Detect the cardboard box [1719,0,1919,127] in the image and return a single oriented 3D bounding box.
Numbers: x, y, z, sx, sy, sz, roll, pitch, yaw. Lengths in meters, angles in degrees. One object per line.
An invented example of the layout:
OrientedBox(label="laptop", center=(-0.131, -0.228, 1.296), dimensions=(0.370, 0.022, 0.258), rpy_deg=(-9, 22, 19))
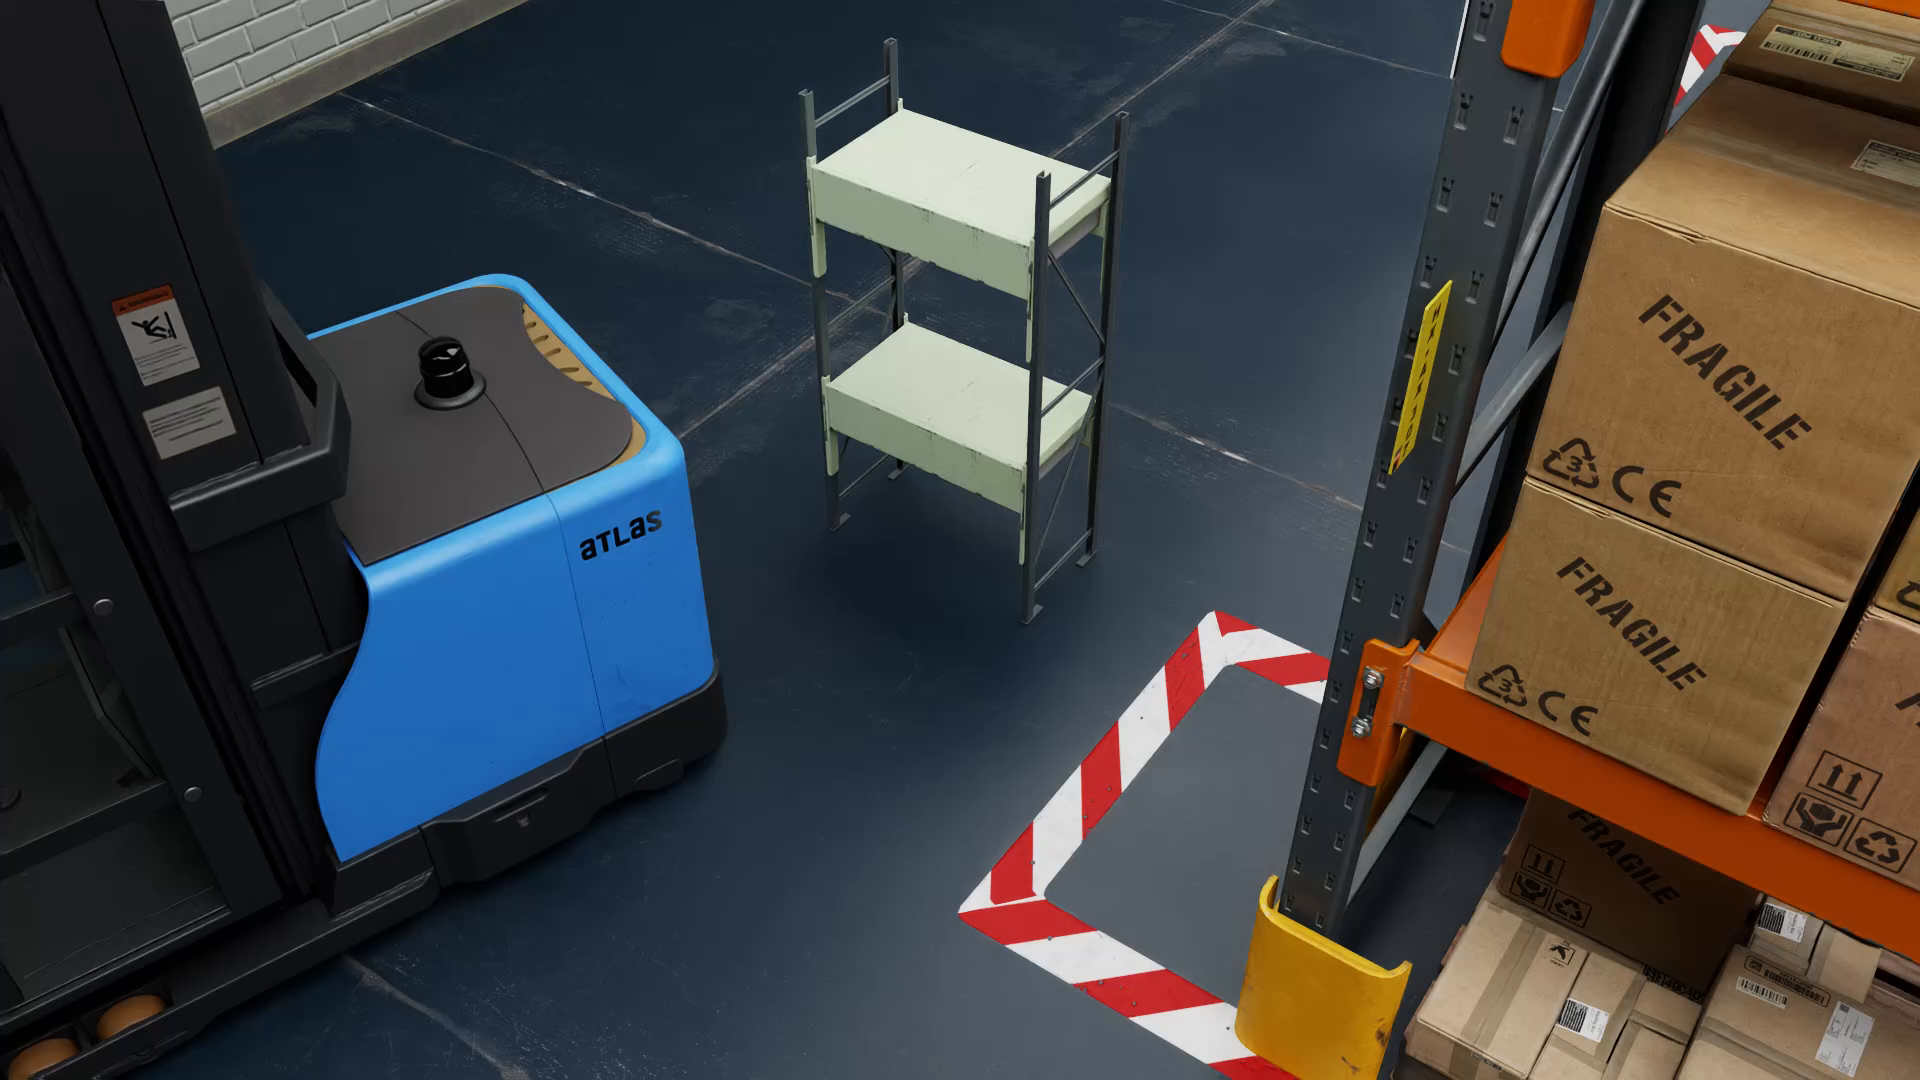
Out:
OrientedBox(label="cardboard box", center=(1.563, -0.617, 2.865), dimensions=(0.500, 0.500, 0.500), rpy_deg=(25, 47, 25))

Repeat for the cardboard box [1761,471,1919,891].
OrientedBox(label="cardboard box", center=(1.678, 0.244, 2.653), dimensions=(0.500, 0.500, 0.500), rpy_deg=(25, 47, 25))

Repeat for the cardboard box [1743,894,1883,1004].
OrientedBox(label="cardboard box", center=(1.907, 0.943, 3.742), dimensions=(0.250, 0.166, 0.380), rpy_deg=(25, 48, 25))

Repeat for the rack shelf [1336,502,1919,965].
OrientedBox(label="rack shelf", center=(2.678, 0.807, 2.638), dimensions=(4.000, 0.370, 1.077), rpy_deg=(25, 48, 25))

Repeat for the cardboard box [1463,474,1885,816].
OrientedBox(label="cardboard box", center=(1.252, 0.050, 2.870), dimensions=(0.500, 0.500, 0.500), rpy_deg=(26, 48, 26))

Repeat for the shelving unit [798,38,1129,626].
OrientedBox(label="shelving unit", center=(0.005, -0.556, 4.747), dimensions=(0.755, 1.500, 0.431), rpy_deg=(25, 48, 25))

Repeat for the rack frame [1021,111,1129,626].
OrientedBox(label="rack frame", center=(0.305, -0.416, 4.590), dimensions=(0.023, 1.500, 0.400), rpy_deg=(25, 48, 25))

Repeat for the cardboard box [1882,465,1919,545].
OrientedBox(label="cardboard box", center=(1.990, -0.045, 2.975), dimensions=(0.500, 0.500, 0.500), rpy_deg=(25, 48, 26))

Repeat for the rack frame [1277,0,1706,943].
OrientedBox(label="rack frame", center=(1.040, -0.227, 3.254), dimensions=(0.127, 3.000, 1.000), rpy_deg=(25, 48, 25))

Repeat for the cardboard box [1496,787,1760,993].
OrientedBox(label="cardboard box", center=(1.627, 0.614, 3.859), dimensions=(0.500, 0.500, 0.500), rpy_deg=(25, 48, 25))

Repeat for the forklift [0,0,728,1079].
OrientedBox(label="forklift", center=(-2.130, -0.196, 3.271), dimensions=(3.031, 2.935, 1.130), rpy_deg=(-26, 48, -26))

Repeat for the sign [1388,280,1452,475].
OrientedBox(label="sign", center=(0.729, -0.253, 2.634), dimensions=(0.005, 0.325, 0.100), rpy_deg=(25, 48, 25))

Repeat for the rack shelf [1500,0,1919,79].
OrientedBox(label="rack shelf", center=(2.678, -0.311, 1.638), dimensions=(4.000, 0.370, 1.077), rpy_deg=(25, 48, 25))

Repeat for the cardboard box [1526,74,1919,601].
OrientedBox(label="cardboard box", center=(1.252, -0.323, 2.537), dimensions=(0.500, 0.500, 0.500), rpy_deg=(27, 48, 27))

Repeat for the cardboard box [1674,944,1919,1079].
OrientedBox(label="cardboard box", center=(1.732, 1.188, 3.405), dimensions=(0.500, 0.250, 0.500), rpy_deg=(25, 48, 25))

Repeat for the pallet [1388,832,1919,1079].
OrientedBox(label="pallet", center=(1.756, 1.146, 3.811), dimensions=(1.213, 0.211, 1.003), rpy_deg=(25, 48, 25))

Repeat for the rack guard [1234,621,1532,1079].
OrientedBox(label="rack guard", center=(1.103, 0.734, 4.055), dimensions=(0.348, 0.500, 1.175), rpy_deg=(25, 48, 25))

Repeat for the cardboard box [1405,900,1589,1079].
OrientedBox(label="cardboard box", center=(1.186, 1.019, 3.669), dimensions=(0.250, 0.149, 0.380), rpy_deg=(25, 48, 25))

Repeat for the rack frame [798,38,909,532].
OrientedBox(label="rack frame", center=(-0.294, -0.697, 4.904), dimensions=(0.023, 1.500, 0.400), rpy_deg=(25, 48, 25))

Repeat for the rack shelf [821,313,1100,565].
OrientedBox(label="rack shelf", center=(0.005, -0.313, 4.964), dimensions=(0.720, 0.370, 0.431), rpy_deg=(25, 48, 25))

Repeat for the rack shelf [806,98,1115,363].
OrientedBox(label="rack shelf", center=(0.005, -0.847, 4.487), dimensions=(0.720, 0.370, 0.431), rpy_deg=(25, 48, 25))

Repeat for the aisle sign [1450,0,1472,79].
OrientedBox(label="aisle sign", center=(0.816, -1.062, 2.237), dimensions=(0.004, 0.787, 0.394), rpy_deg=(25, 48, 25))

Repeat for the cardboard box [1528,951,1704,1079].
OrientedBox(label="cardboard box", center=(1.391, 1.109, 3.556), dimensions=(0.250, 0.166, 0.380), rpy_deg=(25, 48, 25))

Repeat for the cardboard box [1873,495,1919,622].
OrientedBox(label="cardboard box", center=(1.685, -0.127, 2.318), dimensions=(0.500, 0.500, 0.500), rpy_deg=(26, 48, 26))
